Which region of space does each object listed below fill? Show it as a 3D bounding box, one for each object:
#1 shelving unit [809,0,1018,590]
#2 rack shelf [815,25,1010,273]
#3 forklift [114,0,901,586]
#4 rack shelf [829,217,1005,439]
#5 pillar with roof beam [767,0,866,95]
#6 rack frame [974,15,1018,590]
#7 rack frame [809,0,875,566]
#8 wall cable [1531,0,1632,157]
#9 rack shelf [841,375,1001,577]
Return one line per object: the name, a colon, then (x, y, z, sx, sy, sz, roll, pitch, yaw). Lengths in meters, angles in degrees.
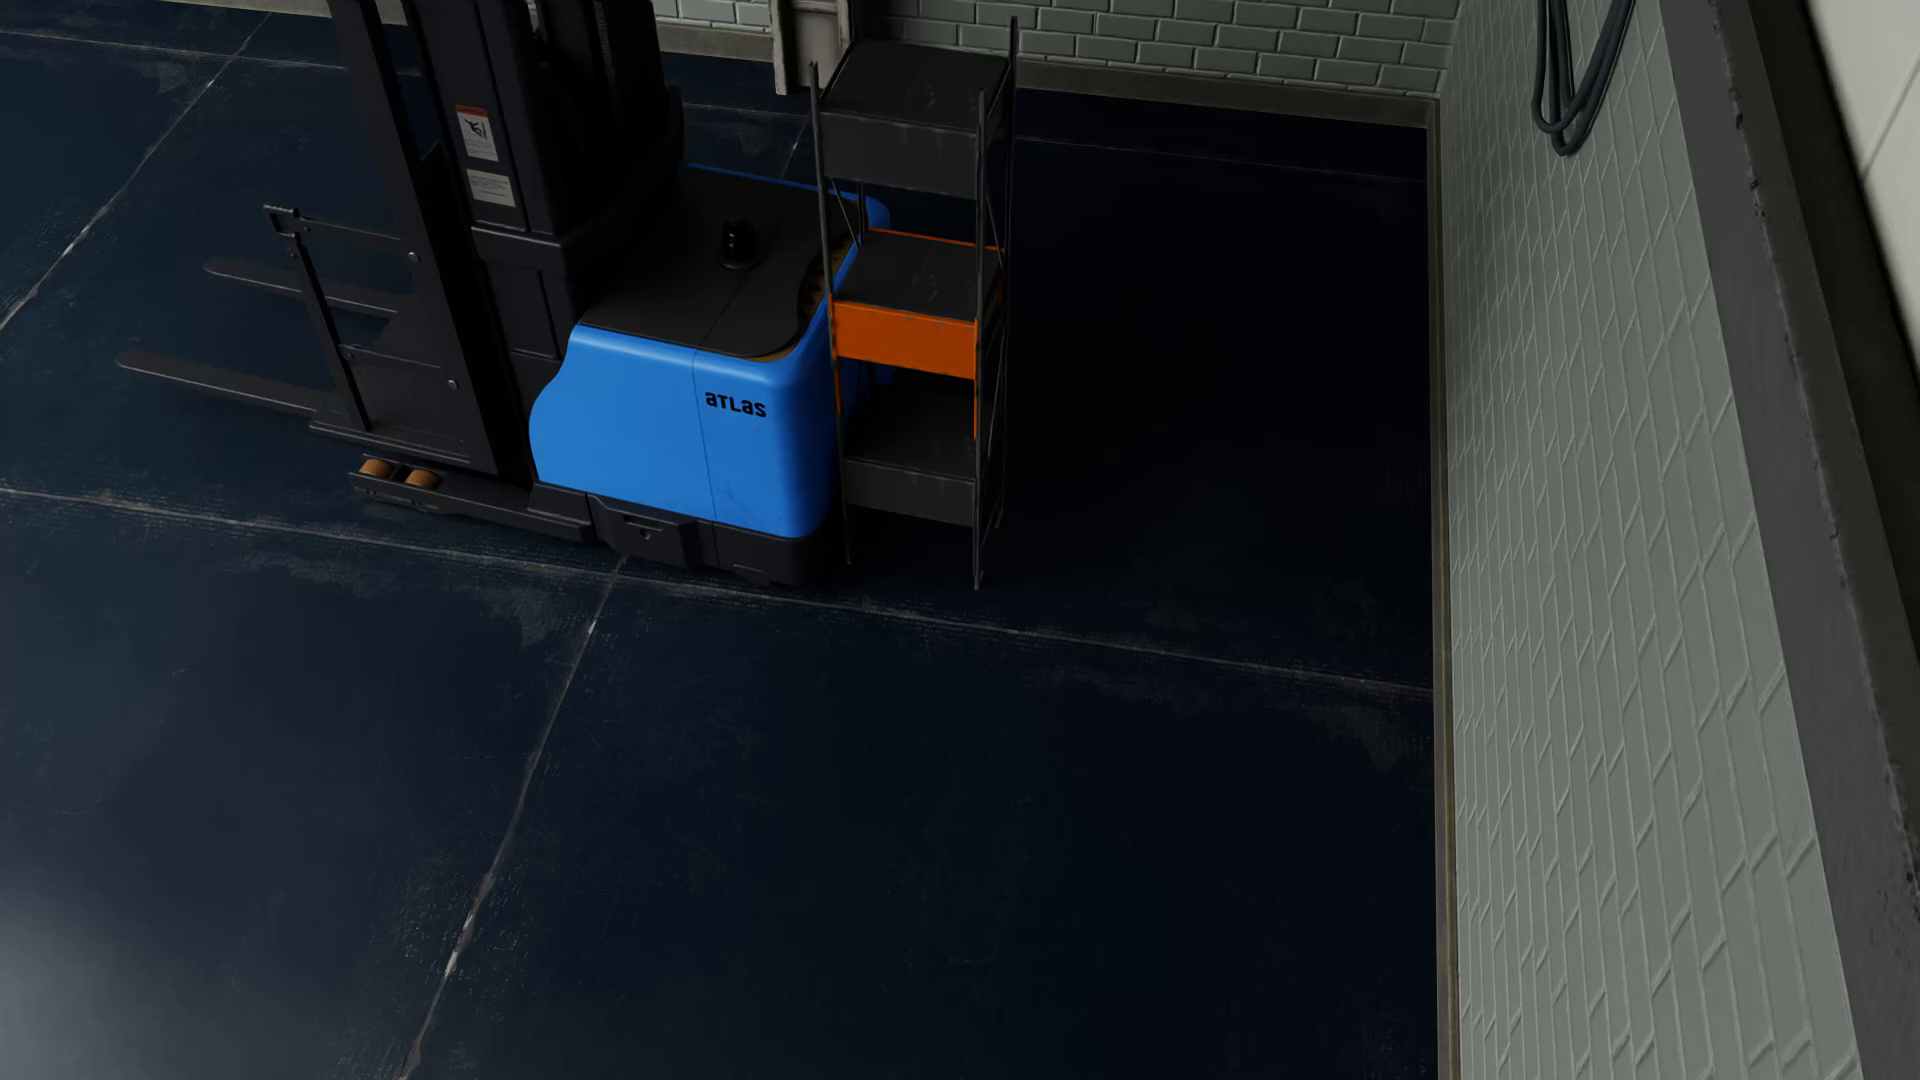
shelving unit: (-0.127, -0.707, 5.474, 0.503, 2.100, 0.431, 11, 49, 10)
rack shelf: (-0.127, -1.166, 4.963, 0.480, 0.518, 0.431, 11, 49, 10)
forklift: (-1.808, -1.448, 5.580, 3.031, 2.935, 1.130, 13, 49, 11)
rack shelf: (-0.127, -0.698, 5.484, 0.480, 0.518, 0.431, 11, 49, 10)
pillar with roof beam: (-1.454, -2.152, 2.134, 0.400, 9.000, 9.100, 8, 49, 7)
rack frame: (0.110, -0.662, 5.433, 0.015, 2.100, 0.400, 11, 49, 10)
rack frame: (-0.363, -0.752, 5.514, 0.015, 2.100, 0.400, 11, 49, 10)
wall cable: (1.976, -2.907, 4.900, 0.112, 2.526, 3.097, 8, 49, 7)
rack shelf: (-0.127, -0.230, 6.004, 0.480, 0.518, 0.431, 11, 49, 10)
